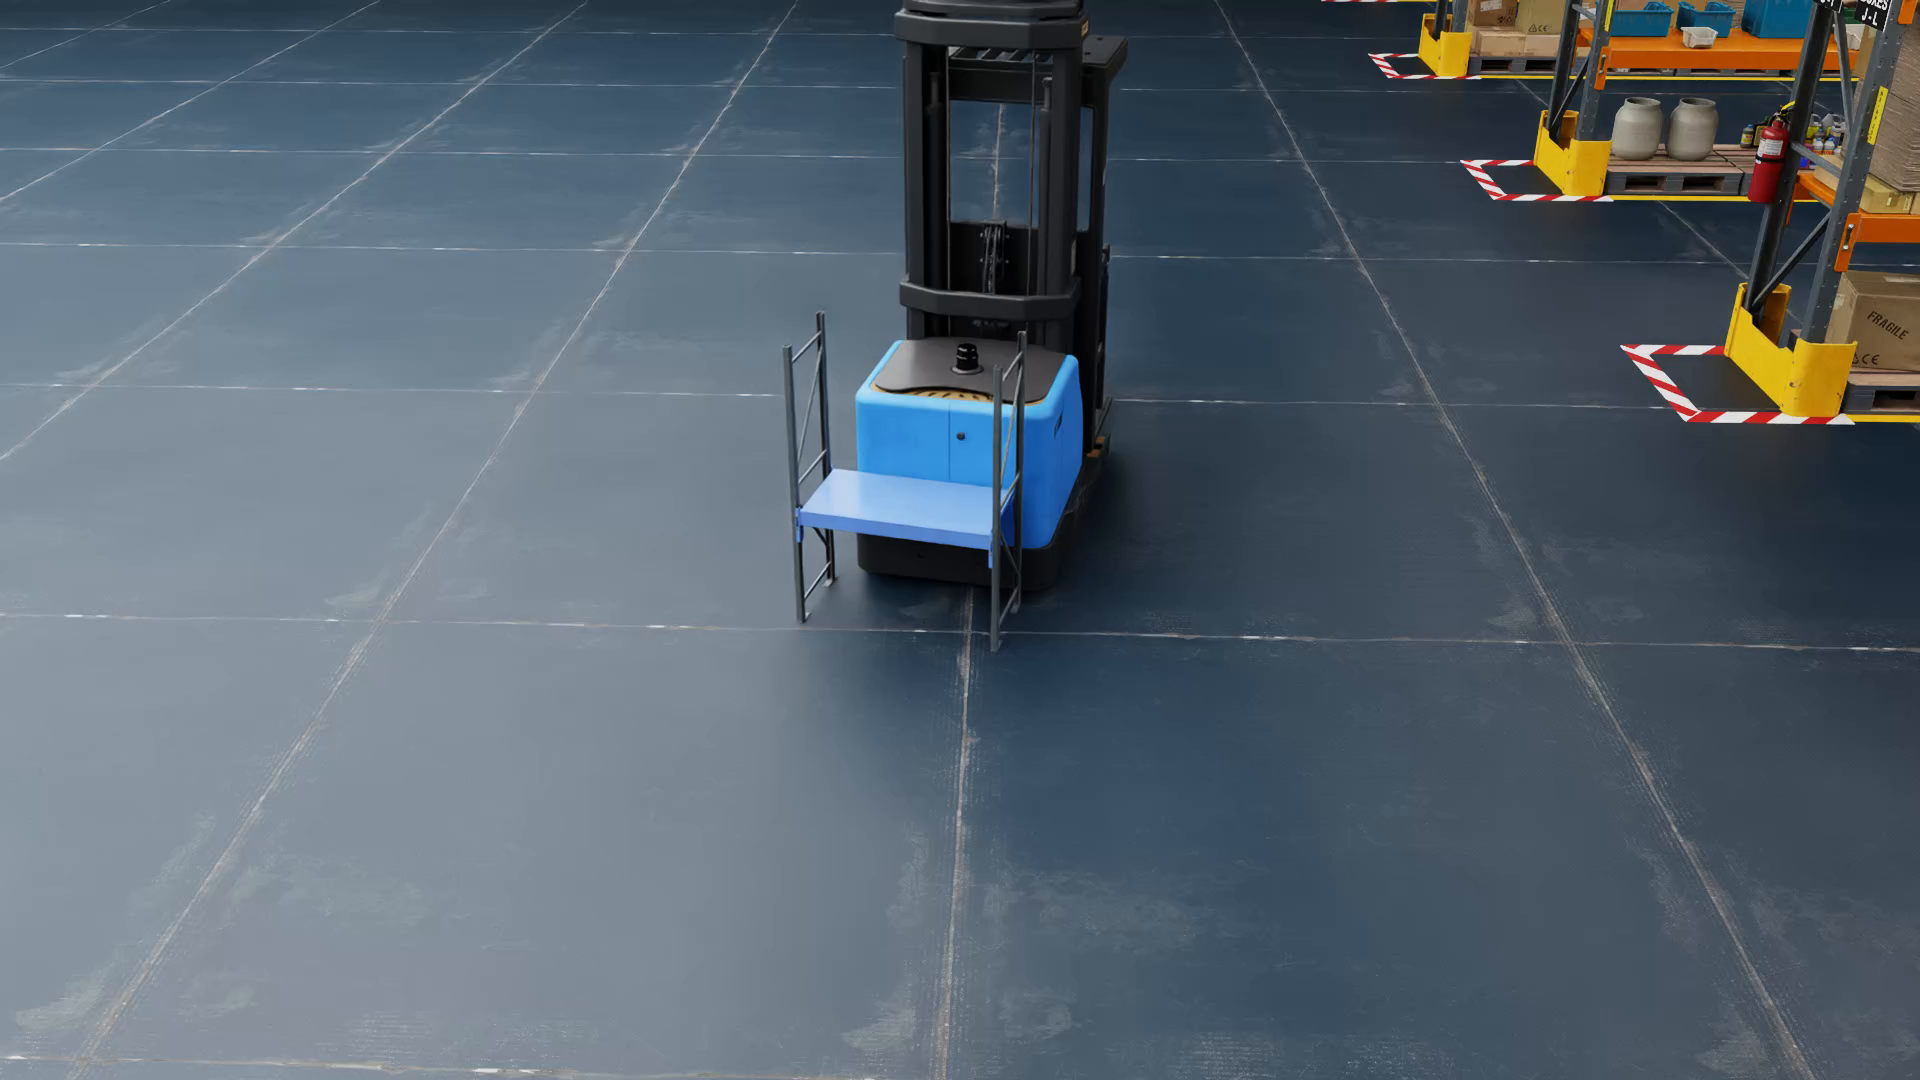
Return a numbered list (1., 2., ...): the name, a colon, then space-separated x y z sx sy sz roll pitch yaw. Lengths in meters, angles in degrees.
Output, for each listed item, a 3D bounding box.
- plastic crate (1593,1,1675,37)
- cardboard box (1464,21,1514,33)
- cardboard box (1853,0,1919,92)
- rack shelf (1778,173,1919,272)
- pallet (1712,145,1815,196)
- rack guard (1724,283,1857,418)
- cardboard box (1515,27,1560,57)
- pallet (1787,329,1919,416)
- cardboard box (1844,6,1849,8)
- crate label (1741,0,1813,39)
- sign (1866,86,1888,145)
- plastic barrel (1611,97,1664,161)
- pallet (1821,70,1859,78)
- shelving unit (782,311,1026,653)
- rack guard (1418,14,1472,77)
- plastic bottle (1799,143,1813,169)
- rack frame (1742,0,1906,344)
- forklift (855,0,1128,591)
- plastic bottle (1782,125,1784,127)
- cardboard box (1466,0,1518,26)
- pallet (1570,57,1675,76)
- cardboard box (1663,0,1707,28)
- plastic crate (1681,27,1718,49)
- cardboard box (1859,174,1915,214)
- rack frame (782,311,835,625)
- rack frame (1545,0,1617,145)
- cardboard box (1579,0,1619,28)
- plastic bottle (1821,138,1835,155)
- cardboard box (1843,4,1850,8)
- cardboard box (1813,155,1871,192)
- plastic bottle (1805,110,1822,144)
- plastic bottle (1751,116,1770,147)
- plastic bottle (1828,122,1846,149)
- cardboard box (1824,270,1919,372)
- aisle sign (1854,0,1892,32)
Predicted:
1. plastic crate: 6.153 -4.778 15.220 0.616 0.251 0.499 1 28 2
2. cardboard box: 6.367 -6.131 20.100 0.500 0.250 0.500 1 28 2
3. cardboard box: 6.026 -3.118 10.437 0.500 0.500 0.500 1 28 2
4. rack shelf: 7.466 -2.043 10.670 4.000 0.370 1.077 1 28 2
5. pallet: 7.748 -3.464 15.559 1.213 0.211 1.003 1 28 2
6. rack guard: 5.544 -1.288 11.147 0.348 0.500 1.175 1 28 2
7. cardboard box: 6.849 -5.882 19.631 0.500 0.250 0.500 1 28 2
8. pallet: 6.354 -1.131 11.158 1.213 0.211 1.003 1 28 2
9. cardboard box: 10.223 -6.060 19.367 0.500 0.311 0.500 1 28 2
10. crate label: 7.491 -4.824 15.110 0.616 0.435 0.502 1 28 2
11. sign: 5.449 -2.523 9.882 0.005 0.325 0.100 1 28 2
12. plastic barrel: 6.303 -3.824 15.468 0.421 0.512 0.421 0 28 0
13. pallet: 10.556 -5.739 19.850 1.213 0.211 1.003 1 28 2
14. shelving unit: -0.257 -0.284 8.185 1.048 1.500 0.538 7 29 14
15. rack guard: 5.797 -5.927 19.897 0.348 0.500 1.175 1 28 2
16. plastic bottle: 7.669 -3.518 15.115 0.133 0.283 0.061 1 28 3
17. rack frame: 5.468 -2.394 10.563 0.127 3.000 1.000 1 28 2
18. forklift: 0.294 -1.706 9.338 1.130 2.935 3.031 6 29 12
19. plastic bottle: 7.741 -3.815 15.674 0.133 0.283 0.061 1 28 2
20. cardboard box: 6.367 -6.463 19.926 0.500 0.500 0.500 1 28 2
21. pallet: 7.803 -5.784 19.936 1.213 0.211 1.003 1 28 2
22. cardboard box: 8.348 -6.192 19.415 0.500 0.500 0.500 1 28 2
23. plastic crate: 6.525 -4.430 14.687 0.250 0.136 0.298 1 28 2
24. cardboard box: 5.744 -2.167 10.403 0.250 0.149 0.380 1 28 2
25. rack frame: -0.746 -0.348 8.305 0.032 1.500 0.500 7 29 14
26. rack frame: 5.643 -4.712 14.937 0.127 3.000 1.000 1 28 2
27. cardboard box: 7.349 -6.210 19.449 0.500 0.500 0.500 1 28 2
28. plastic bottle: 7.886 -3.518 15.127 0.097 0.271 0.097 0 28 0
29. cardboard box: 10.233 -6.311 19.841 0.500 0.311 0.500 1 28 2
30. cardboard box: 5.760 -2.375 10.796 0.250 0.149 0.380 1 28 2
31. plastic bottle: 8.049 -3.891 15.746 0.185 0.351 0.144 2 28 4
32. plastic bottle: 7.611 -3.888 15.812 0.133 0.283 0.061 2 28 3
33. plastic bottle: 8.254 -3.785 15.626 0.135 0.276 0.152 1 28 2
34. cardboard box: 6.091 -1.457 11.016 0.500 0.500 0.500 6 29 11
35. aisle sign: 5.395 -3.403 9.692 0.004 0.787 0.394 1 28 2
